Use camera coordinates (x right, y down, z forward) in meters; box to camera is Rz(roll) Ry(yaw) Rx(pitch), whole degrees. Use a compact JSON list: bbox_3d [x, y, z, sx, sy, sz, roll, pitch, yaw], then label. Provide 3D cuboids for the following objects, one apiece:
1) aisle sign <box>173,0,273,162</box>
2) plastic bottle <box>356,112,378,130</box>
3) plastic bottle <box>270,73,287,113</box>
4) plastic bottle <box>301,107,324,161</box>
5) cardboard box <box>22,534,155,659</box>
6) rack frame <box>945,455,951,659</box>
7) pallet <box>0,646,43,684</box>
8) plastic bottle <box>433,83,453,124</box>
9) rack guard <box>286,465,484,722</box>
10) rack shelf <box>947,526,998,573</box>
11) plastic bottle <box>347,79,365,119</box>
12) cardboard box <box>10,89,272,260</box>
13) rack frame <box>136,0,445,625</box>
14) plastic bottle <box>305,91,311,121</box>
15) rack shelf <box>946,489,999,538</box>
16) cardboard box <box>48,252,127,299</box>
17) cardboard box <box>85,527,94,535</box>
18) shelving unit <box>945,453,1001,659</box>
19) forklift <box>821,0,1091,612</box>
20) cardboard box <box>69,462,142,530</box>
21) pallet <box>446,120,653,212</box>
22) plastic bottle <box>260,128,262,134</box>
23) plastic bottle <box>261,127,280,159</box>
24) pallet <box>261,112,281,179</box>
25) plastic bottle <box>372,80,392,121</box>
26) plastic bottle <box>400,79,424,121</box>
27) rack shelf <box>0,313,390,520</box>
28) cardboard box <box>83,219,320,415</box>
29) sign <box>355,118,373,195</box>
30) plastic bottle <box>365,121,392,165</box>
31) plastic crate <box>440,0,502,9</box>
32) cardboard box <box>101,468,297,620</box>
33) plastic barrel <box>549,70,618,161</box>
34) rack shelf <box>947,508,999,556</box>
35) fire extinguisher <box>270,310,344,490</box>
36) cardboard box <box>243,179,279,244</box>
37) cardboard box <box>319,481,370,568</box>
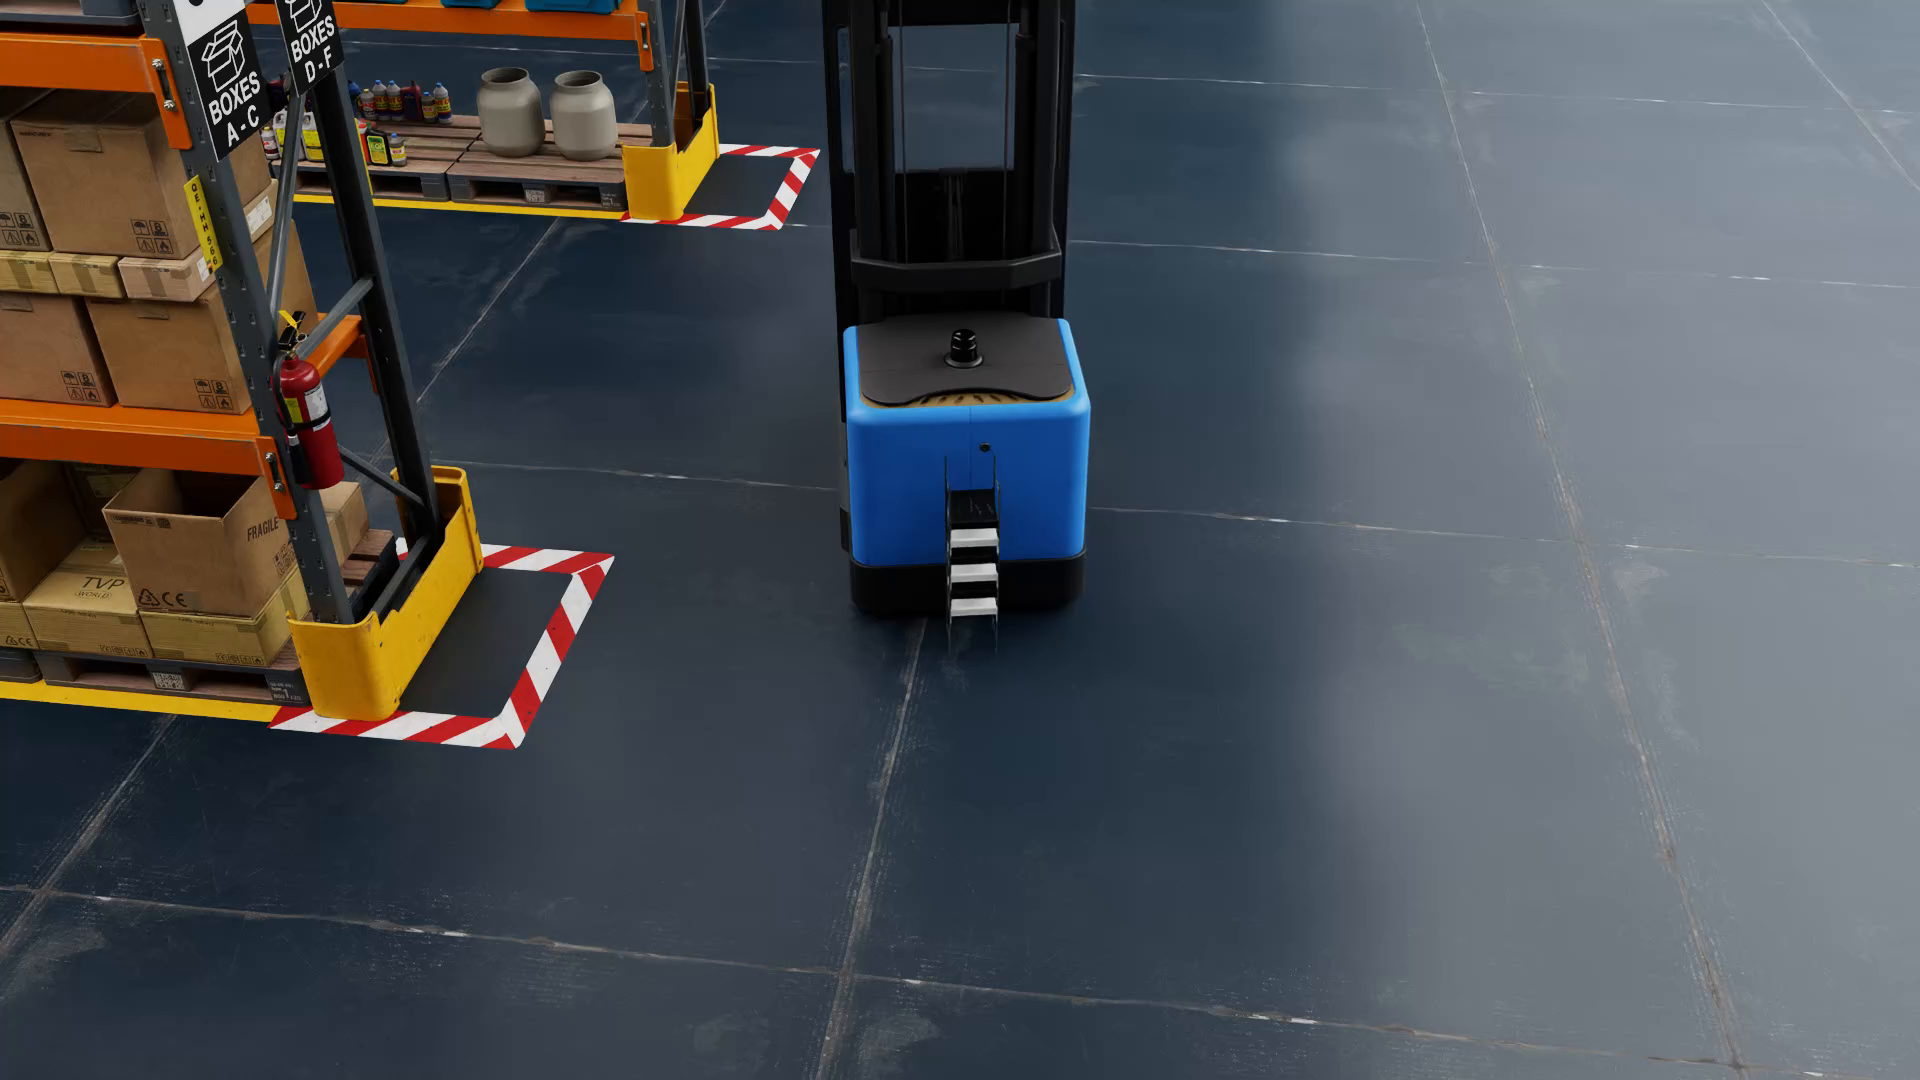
[{"bbox_3d":[-2.460,-1.699,5.499,0.004,0.787,0.394,4,36,6],"label":"aisle sign"},{"bbox_3d":[-3.964,-2.721,11.128,0.133,0.283,0.061,4,36,6],"label":"plastic bottle"},{"bbox_3d":[-4.788,-3.154,11.735,0.133,0.283,0.061,7,36,9],"label":"plastic bottle"},{"bbox_3d":[-4.279,-2.708,11.051,0.185,0.351,0.144,6,36,8],"label":"plastic bottle"},{"bbox_3d":[-3.555,0.234,7.034,0.500,0.250,0.500,4,36,6],"label":"cardboard box"},{"bbox_3d":[-0.051,0.082,7.047,0.006,0.900,0.240,-3,36,-4],"label":"rack frame"},{"bbox_3d":[-4.458,0.196,7.482,1.213,0.211,1.003,4,36,6],"label":"pallet"},{"bbox_3d":[-3.612,-3.051,11.601,0.097,0.271,0.097,0,36,0],"label":"plastic bottle"},{"bbox_3d":[-2.464,0.204,7.221,0.348,0.500,1.175,4,36,6],"label":"rack guard"},{"bbox_3d":[0.051,0.032,7.021,0.200,0.077,0.258,-3,36,-4],"label":"rack shelf"},{"bbox_3d":[-4.252,-3.099,11.668,0.097,0.271,0.097,0,36,0],"label":"plastic bottle"},{"bbox_3d":[-3.001,-1.430,6.156,0.500,0.500,0.700,4,36,6],"label":"cardboard box"},{"bbox_3d":[-2.488,-0.815,6.498,0.127,3.000,1.000,4,36,6],"label":"rack frame"},{"bbox_3d":[-4.487,-3.043,11.579,0.133,0.283,0.061,4,36,6],"label":"plastic bottle"},{"bbox_3d":[0.051,-0.115,6.916,0.200,0.077,0.258,-3,36,-4],"label":"rack shelf"},{"bbox_3d":[-3.151,-1.057,6.192,0.250,0.149,0.380,5,36,7],"label":"cardboard box"},{"bbox_3d":[-3.983,-0.107,7.511,0.500,0.250,0.500,4,36,6],"label":"cardboard box"},{"bbox_3d":[0.051,0.078,7.054,0.210,0.900,0.258,-3,36,-4],"label":"shelving unit"},{"bbox_3d":[-0.068,-1.713,7.814,1.130,2.935,3.031,-3,36,-4],"label":"forklift"},{"bbox_3d":[-3.487,-0.376,7.242,0.500,0.500,0.500,4,36,6],"label":"cardboard box"},{"bbox_3d":[-2.739,-2.576,11.365,1.213,0.211,1.003,4,36,6],"label":"pallet"},{"bbox_3d":[-4.735,-2.731,11.152,0.097,0.271,0.097,0,36,0],"label":"plastic bottle"},{"bbox_3d":[-4.608,-2.658,11.110,0.097,0.201,0.097,0,36,0],"label":"plastic bottle"},{"bbox_3d":[-5.160,-2.756,11.618,1.213,0.211,1.003,4,36,6],"label":"pallet"},{"bbox_3d":[-4.051,-3.084,11.647,0.097,0.271,0.097,0,36,0],"label":"plastic bottle"},{"bbox_3d":[-3.834,-3.083,11.635,0.133,0.283,0.061,5,36,7],"label":"plastic bottle"},{"bbox_3d":[-4.471,-0.670,6.914,4.000,0.370,1.077,4,36,6],"label":"rack shelf"},{"bbox_3d":[-2.949,-0.898,6.527,0.500,0.500,0.700,4,36,6],"label":"cardboard box"},{"bbox_3d":[-2.411,-1.519,6.671,0.005,0.325,0.100,4,36,6],"label":"sign"},{"bbox_3d":[-3.849,-2.624,10.991,0.133,0.283,0.061,5,36,7],"label":"plastic bottle"},{"bbox_3d":[-3.031,-3.524,10.422,0.408,0.251,0.499,4,36,6],"label":"plastic crate"},{"bbox_3d":[-3.057,-0.040,6.772,0.500,0.500,0.500,4,36,6],"label":"cardboard box"},{"bbox_3d":[-2.515,-2.832,11.104,0.421,0.512,0.421,0,36,0],"label":"plastic barrel"},{"bbox_3d":[0.051,-0.042,6.968,0.200,0.077,0.258,-3,36,-4],"label":"rack shelf"},{"bbox_3d":[-2.429,-0.507,6.133,0.183,0.674,0.296,4,36,6],"label":"fire extinguisher"},{"bbox_3d":[-2.849,-1.273,6.495,0.250,0.149,0.380,4,36,6],"label":"cardboard box"},{"bbox_3d":[-2.991,-0.035,7.410,0.500,0.250,0.500,4,36,6],"label":"cardboard box"}]
